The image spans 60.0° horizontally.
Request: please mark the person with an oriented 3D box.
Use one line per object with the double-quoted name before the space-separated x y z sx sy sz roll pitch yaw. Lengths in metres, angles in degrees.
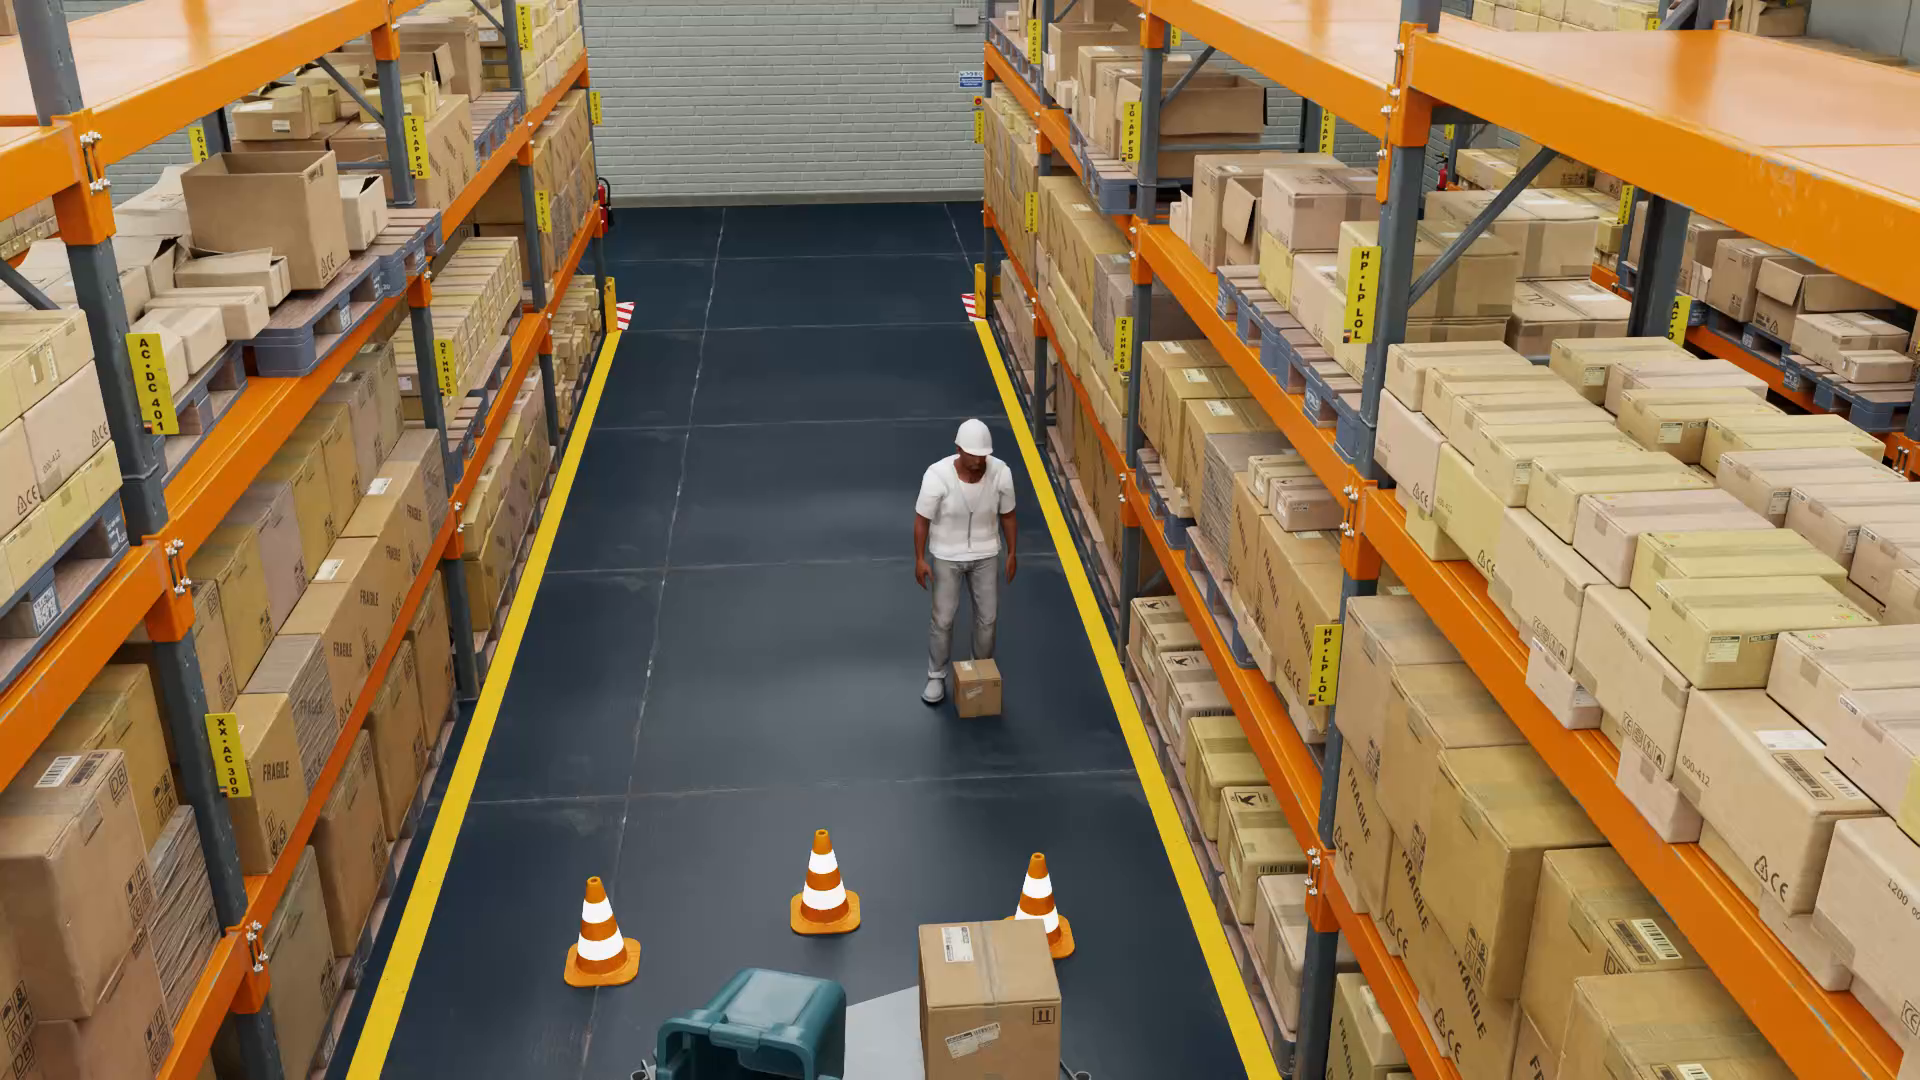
"person" 0.041 0.106 9.836 0.628 1.759 0.461 -5 24 -10
